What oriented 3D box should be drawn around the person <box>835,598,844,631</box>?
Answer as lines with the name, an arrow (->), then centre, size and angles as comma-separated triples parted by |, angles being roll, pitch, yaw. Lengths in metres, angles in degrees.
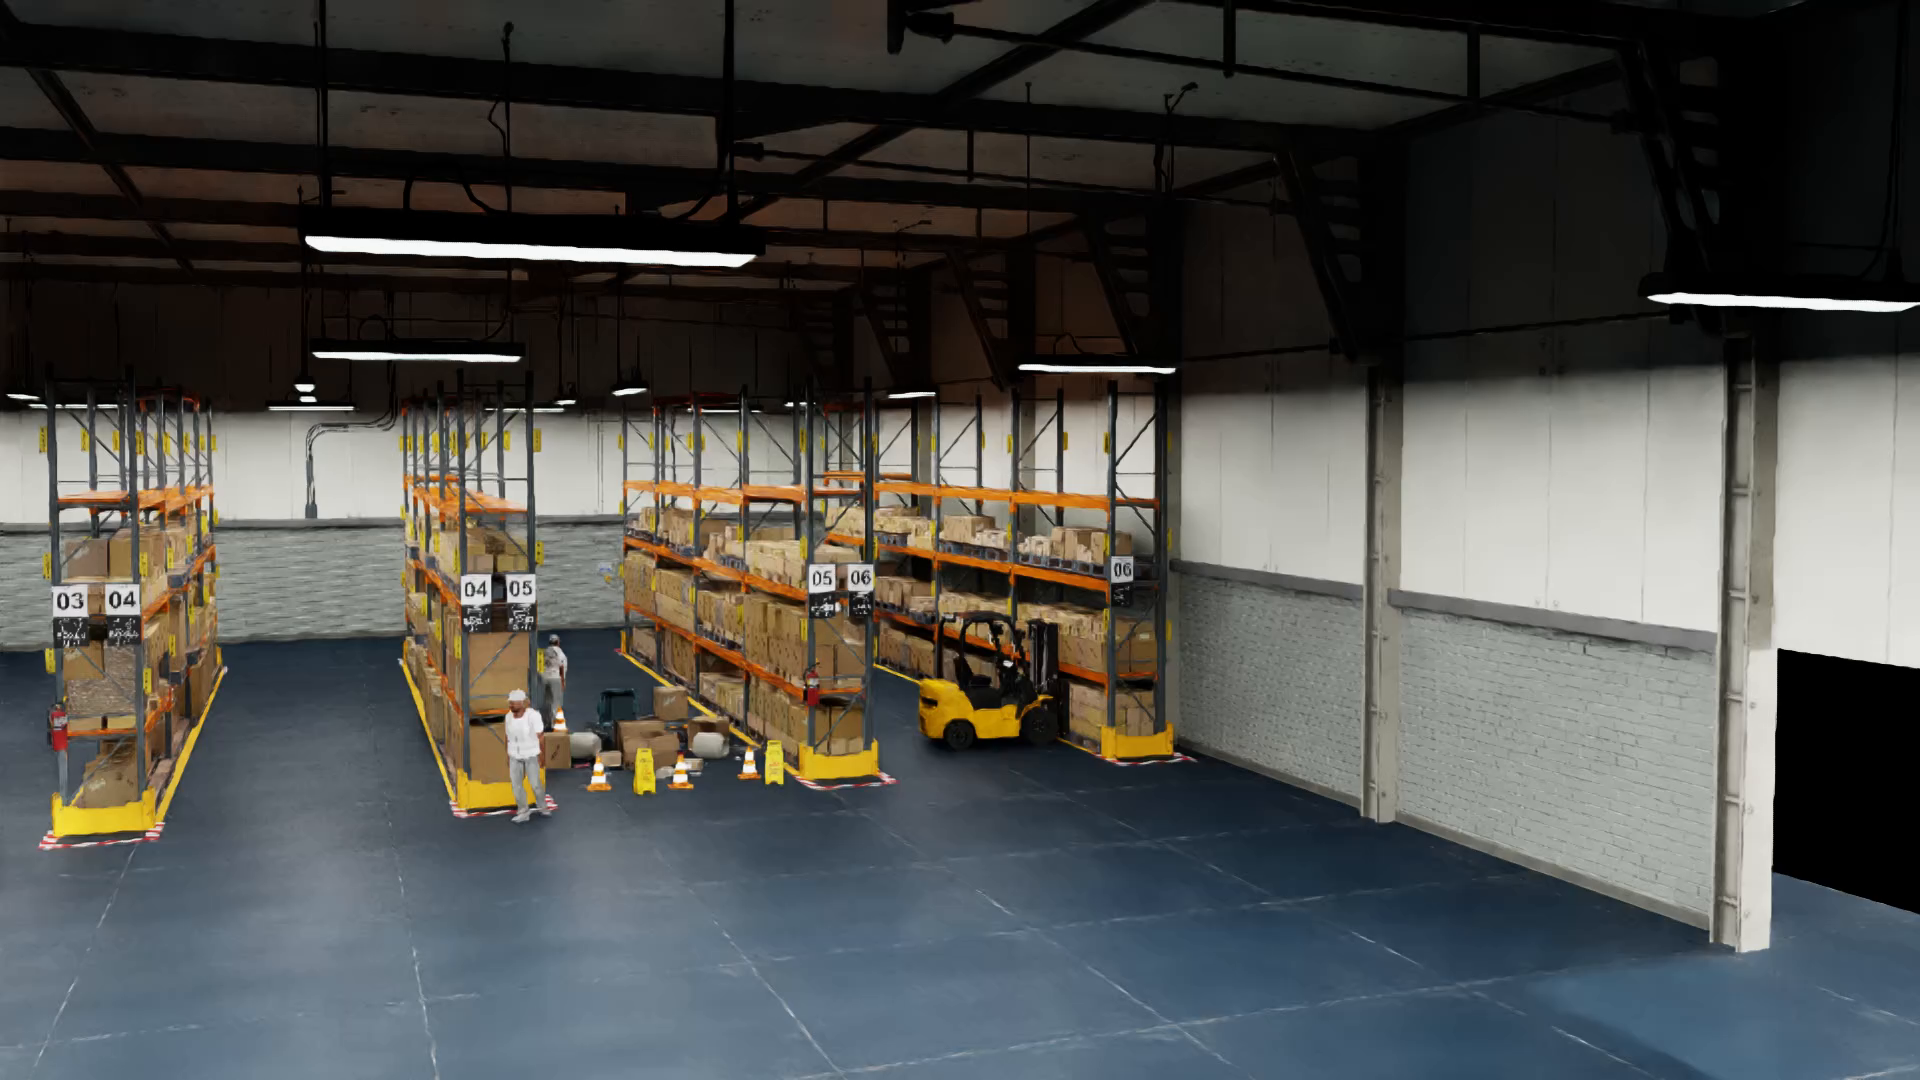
person -> -2.782, 1.991, 37.028 | 0.525, 1.668, 0.565 | 0, 3, -3

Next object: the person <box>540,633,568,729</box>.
person -> -7.073, 2.462, 29.076 | 0.530, 1.668, 0.449 | 3, 4, 39

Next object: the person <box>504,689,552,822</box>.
person -> -5.751, 2.841, 22.079 | 0.607, 1.750, 0.574 | 1, 3, 15
